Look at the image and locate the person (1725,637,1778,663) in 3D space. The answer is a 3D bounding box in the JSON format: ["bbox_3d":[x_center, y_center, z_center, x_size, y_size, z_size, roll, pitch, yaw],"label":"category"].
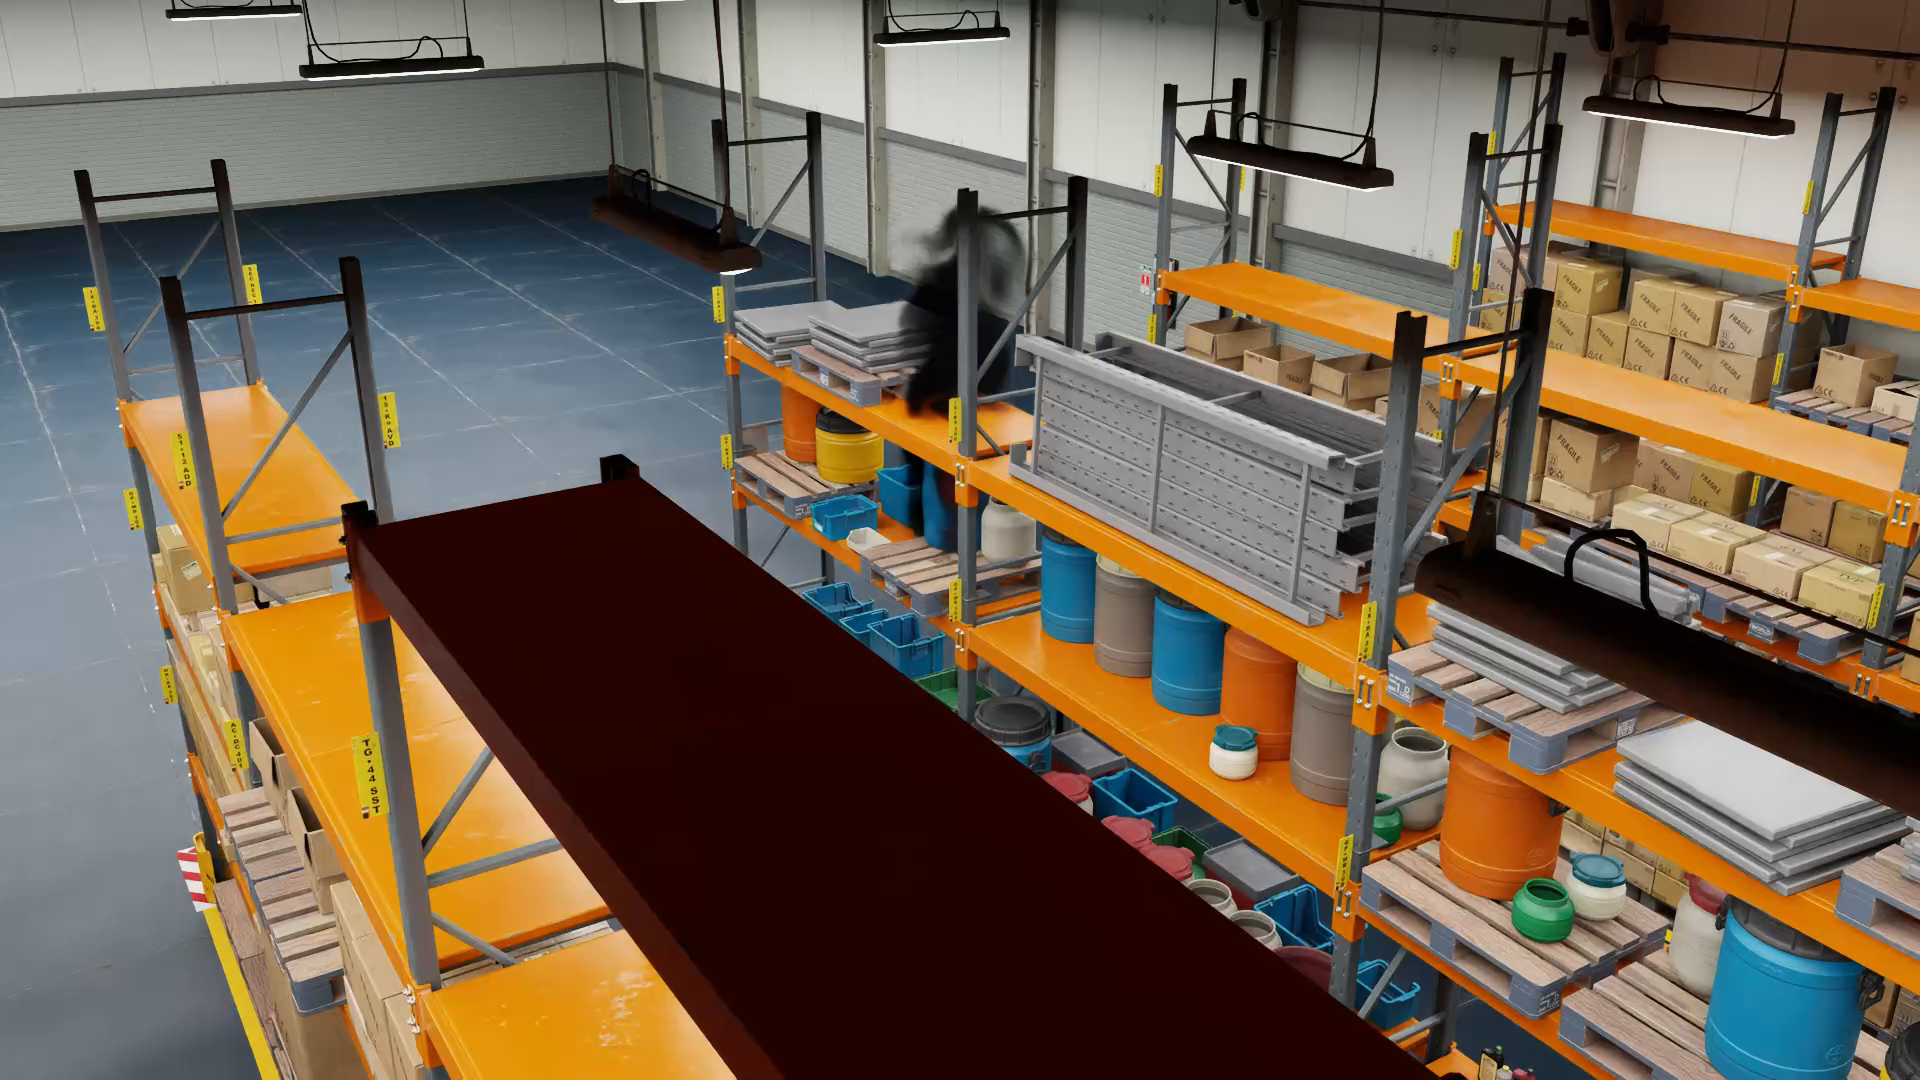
[{"bbox_3d":[7.602,1.316,15.906,0.609,1.713,0.841,-17,28,-36],"label":"person"}]

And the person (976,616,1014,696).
[{"bbox_3d":[0.259,1.119,16.538,0.730,1.479,0.524,18,28,38],"label":"person"}]
